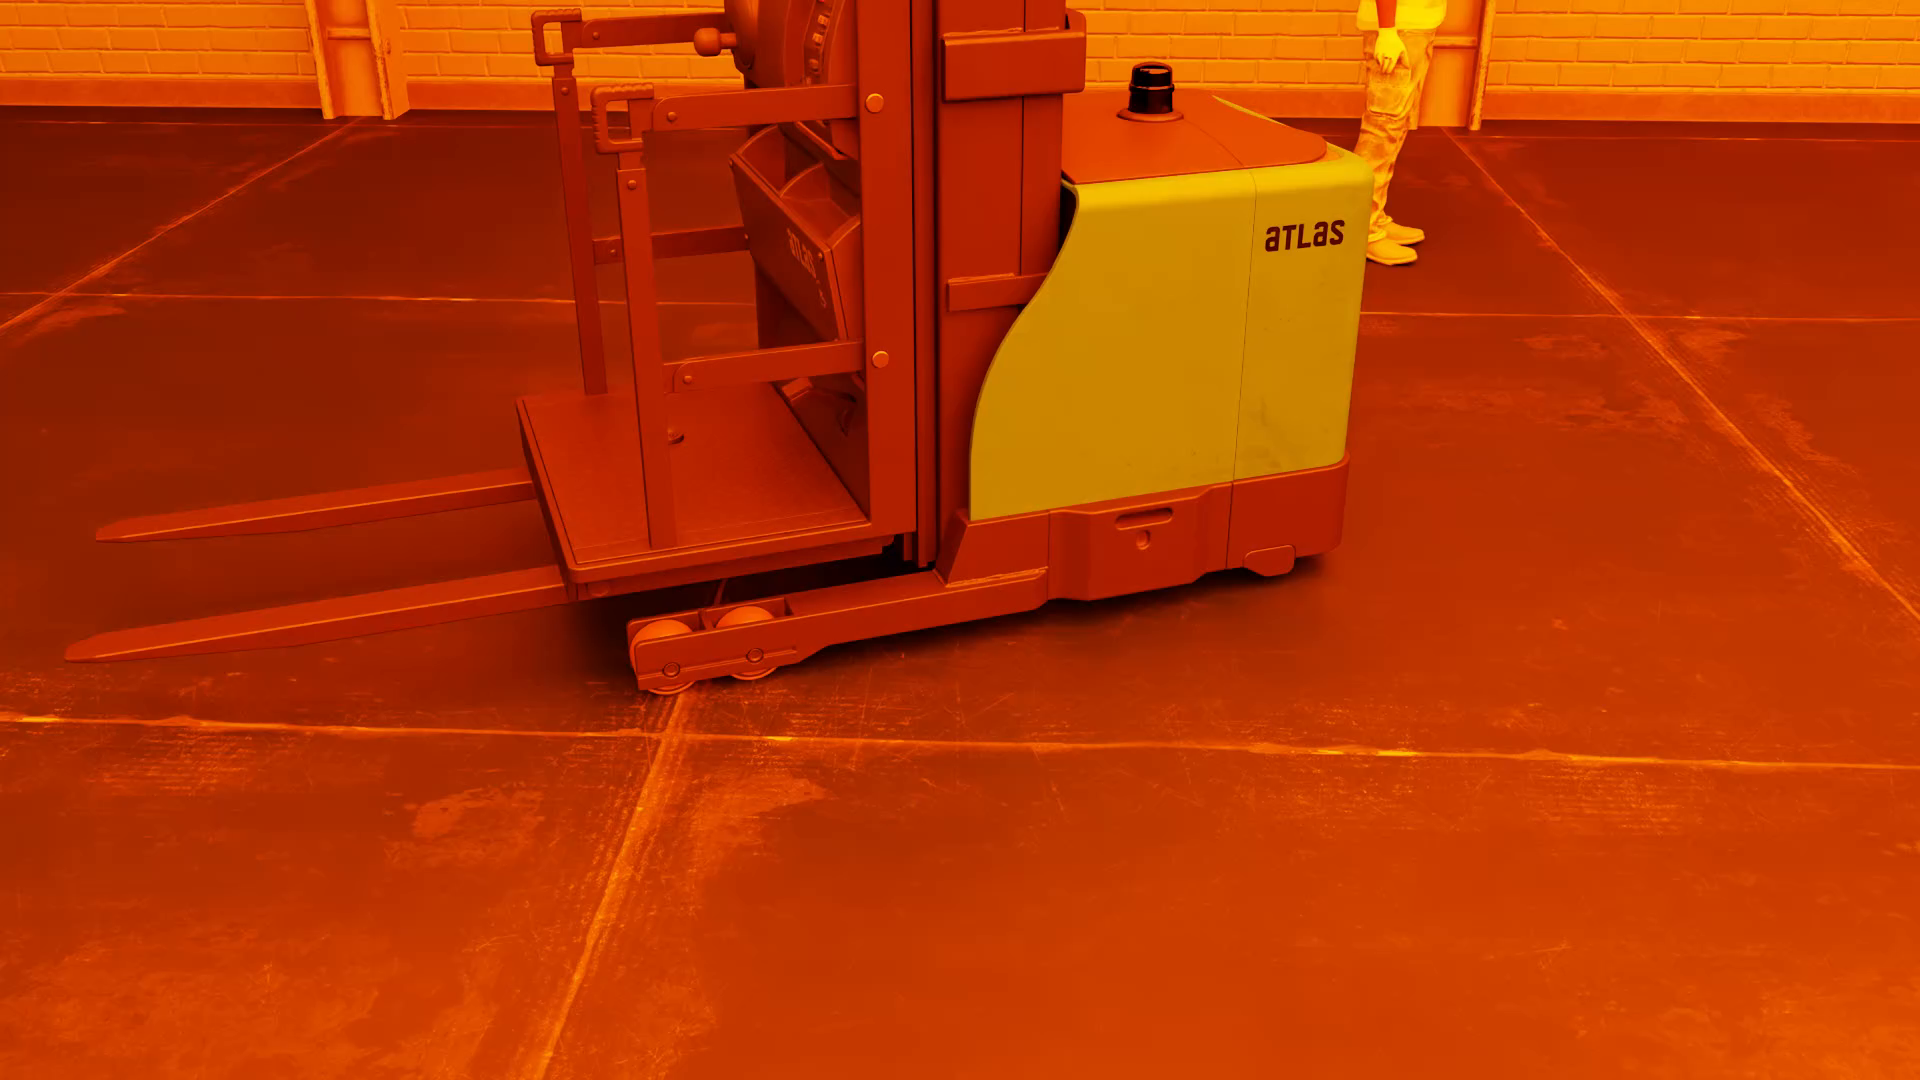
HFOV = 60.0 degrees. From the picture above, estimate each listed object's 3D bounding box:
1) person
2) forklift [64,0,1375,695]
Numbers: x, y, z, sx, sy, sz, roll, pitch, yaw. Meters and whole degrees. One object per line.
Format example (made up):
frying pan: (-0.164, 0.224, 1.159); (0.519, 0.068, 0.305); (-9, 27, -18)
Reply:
person: (1.766, -2.031, 6.619); (0.368, 1.790, 0.553); (10, 28, 20)
forklift: (-0.573, -1.224, 3.691); (3.031, 2.935, 1.130); (-9, 28, -17)
